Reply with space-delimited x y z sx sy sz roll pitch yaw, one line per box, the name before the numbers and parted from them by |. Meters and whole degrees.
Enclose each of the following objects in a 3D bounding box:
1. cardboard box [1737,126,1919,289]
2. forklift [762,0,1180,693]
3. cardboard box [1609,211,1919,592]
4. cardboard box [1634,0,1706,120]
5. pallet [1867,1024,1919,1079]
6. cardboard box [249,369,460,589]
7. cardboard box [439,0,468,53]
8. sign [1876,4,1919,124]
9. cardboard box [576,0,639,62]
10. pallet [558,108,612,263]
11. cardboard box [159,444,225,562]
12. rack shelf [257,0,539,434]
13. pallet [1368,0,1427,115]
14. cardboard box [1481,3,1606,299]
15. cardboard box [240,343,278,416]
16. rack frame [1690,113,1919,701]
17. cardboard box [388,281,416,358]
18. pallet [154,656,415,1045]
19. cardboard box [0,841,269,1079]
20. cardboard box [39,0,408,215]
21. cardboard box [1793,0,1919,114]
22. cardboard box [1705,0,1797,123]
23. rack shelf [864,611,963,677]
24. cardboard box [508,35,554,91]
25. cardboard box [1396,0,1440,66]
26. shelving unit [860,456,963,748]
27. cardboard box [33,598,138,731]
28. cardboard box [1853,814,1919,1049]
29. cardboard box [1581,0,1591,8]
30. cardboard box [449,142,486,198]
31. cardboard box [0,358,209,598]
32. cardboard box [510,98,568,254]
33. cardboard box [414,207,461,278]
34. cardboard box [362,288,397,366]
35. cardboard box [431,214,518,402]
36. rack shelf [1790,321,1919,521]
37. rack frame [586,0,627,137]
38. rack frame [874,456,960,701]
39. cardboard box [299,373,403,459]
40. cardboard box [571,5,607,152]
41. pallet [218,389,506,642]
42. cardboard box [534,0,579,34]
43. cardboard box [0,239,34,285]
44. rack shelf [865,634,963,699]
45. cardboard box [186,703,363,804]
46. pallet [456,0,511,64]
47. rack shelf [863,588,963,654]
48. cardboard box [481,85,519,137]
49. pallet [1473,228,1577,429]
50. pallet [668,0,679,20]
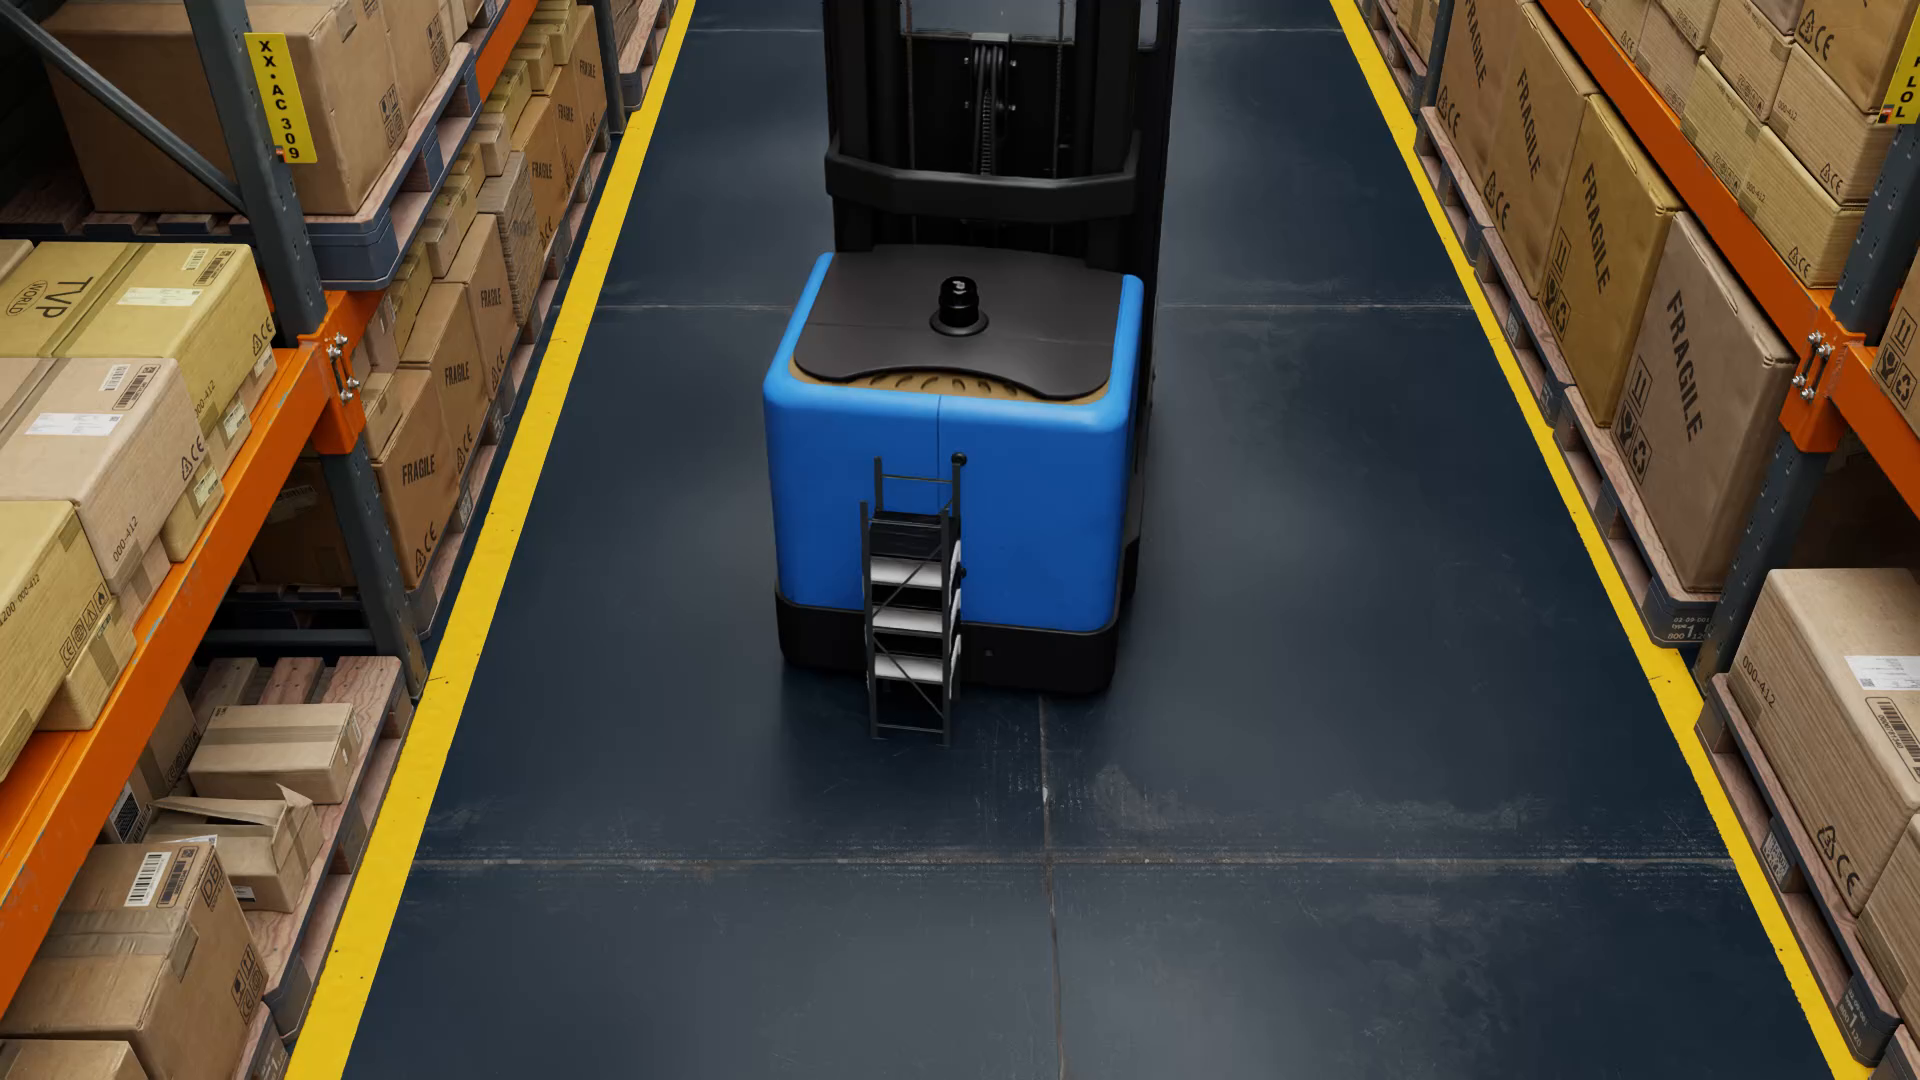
cardboard box | 2.544 -0.937 4.640 0.500 0.250 0.500 -1 39 -1
forklift | 0.159 -1.597 5.399 1.130 2.935 3.031 5 39 7
cardboard box | 2.716 -0.438 5.261 0.875 0.875 0.875 1 39 1
cardboard box | 2.563 -1.571 5.432 0.500 0.250 0.500 -1 39 -1
pallet | 2.724 1.613 3.568 1.003 0.211 1.213 0 39 0
cardboard box | -1.942 -0.200 5.264 0.500 0.500 0.500 2 39 2
cardboard box | -1.784 -1.690 5.232 0.396 0.266 0.258 2 39 2
sign | 2.254 -1.130 3.898 0.100 0.325 0.005 0 39 0
cardboard box | -2.158 -2.838 8.456 0.875 0.625 0.625 1 39 1
pallet | -2.208 -1.656 7.647 1.003 0.211 1.213 0 39 0
cardboard box | -1.867 -0.087 3.660 0.380 0.149 0.250 1 39 1
rack shelf | -2.169 -1.679 6.022 1.077 0.370 4.000 0 39 0
pallet | 2.793 -2.617 8.847 1.003 0.211 1.213 0 39 0
cardboard box | 2.707 -1.562 6.663 0.875 0.875 0.875 0 39 1
cardboard box | -1.914 -0.412 4.066 0.380 0.149 0.250 0 39 1
rack frame | 2.797 -0.715 4.244 1.000 3.000 0.127 0 39 0
cardboard box | -1.990 -0.709 5.380 0.380 0.149 0.250 -2 39 -2
pallet | -2.167 0.808 4.573 1.003 0.211 1.213 0 39 0
cardboard box | -2.031 1.037 3.720 0.700 0.500 0.500 -1 39 -2
cardboard box | -1.943 -1.215 4.451 0.700 0.500 0.500 1 39 1
cardboard box | 2.545 -1.424 4.248 0.500 0.500 0.500 1 39 1
cardboard box | 2.545 -1.440 4.868 0.500 0.250 0.500 1 39 1
rack shelf | -0.134 0.291 4.864 0.258 0.077 0.200 5 39 7
cardboard box | -1.930 -2.008 7.002 0.380 0.149 0.250 -1 39 -2
cardboard box | 2.802 -2.708 8.496 0.950 0.372 0.625 -2 39 -3
shelving unit | -0.134 0.195 4.787 0.258 0.900 0.210 5 39 7
cardboard box | -1.866 0.237 3.256 0.380 0.149 0.250 -1 39 -1
cardboard box | 2.692 1.073 3.725 0.875 0.438 0.875 -1 39 -1
cardboard box | 2.554 -2.203 6.220 0.500 0.250 0.500 1 39 1
cardboard box | -1.995 -1.361 6.194 0.380 0.149 0.250 0 39 0
cardboard box | -1.907 -0.135 3.402 0.500 0.250 0.500 0 39 0
cardboard box | -1.962 -1.495 6.879 0.500 0.500 0.500 2 39 2
cardboard box | -1.967 -1.037 5.789 0.380 0.149 0.250 0 39 0
cardboard box | -1.949 -0.654 5.074 0.380 0.149 0.250 -2 39 -2
cardboard box | -1.949 -0.845 6.069 0.500 0.500 0.500 -1 39 -1
rack shelf | 2.799 0.816 2.908 1.077 0.370 4.000 0 39 0
rack frame | -2.171 -3.211 7.358 1.000 3.000 0.127 0 39 0
rack frame | -0.119 0.132 4.865 0.240 0.900 0.006 5 39 7
cardboard box | -1.901 -0.375 4.964 0.380 0.149 0.250 2 39 2
cardboard box | -1.956 -2.135 7.678 0.500 0.500 0.500 1 39 1
pallet | -2.205 -0.130 5.743 1.003 0.211 1.213 0 39 0
cardboard box | -1.917 -2.344 7.420 0.380 0.149 0.250 -2 39 -2
cardboard box | -2.436 -0.457 3.803 0.500 0.250 0.500 0 39 -1
rack shelf | -0.134 0.362 4.920 0.258 0.077 0.200 5 39 7
cardboard box | -1.872 0.588 4.562 0.380 0.149 0.250 -1 39 -1
pallet | -2.164 -1.920 5.900 1.003 0.211 1.213 0 39 0
rack shelf | -0.134 0.221 4.808 0.258 0.077 0.200 5 39 7
cardboard box | -1.974 -1.687 6.601 0.380 0.149 0.250 -1 39 -1
pallet | 2.717 -0.874 6.672 1.003 0.211 1.213 0 39 0
pallet | -2.132 -3.398 9.822 1.003 0.211 1.213 0 39 0
